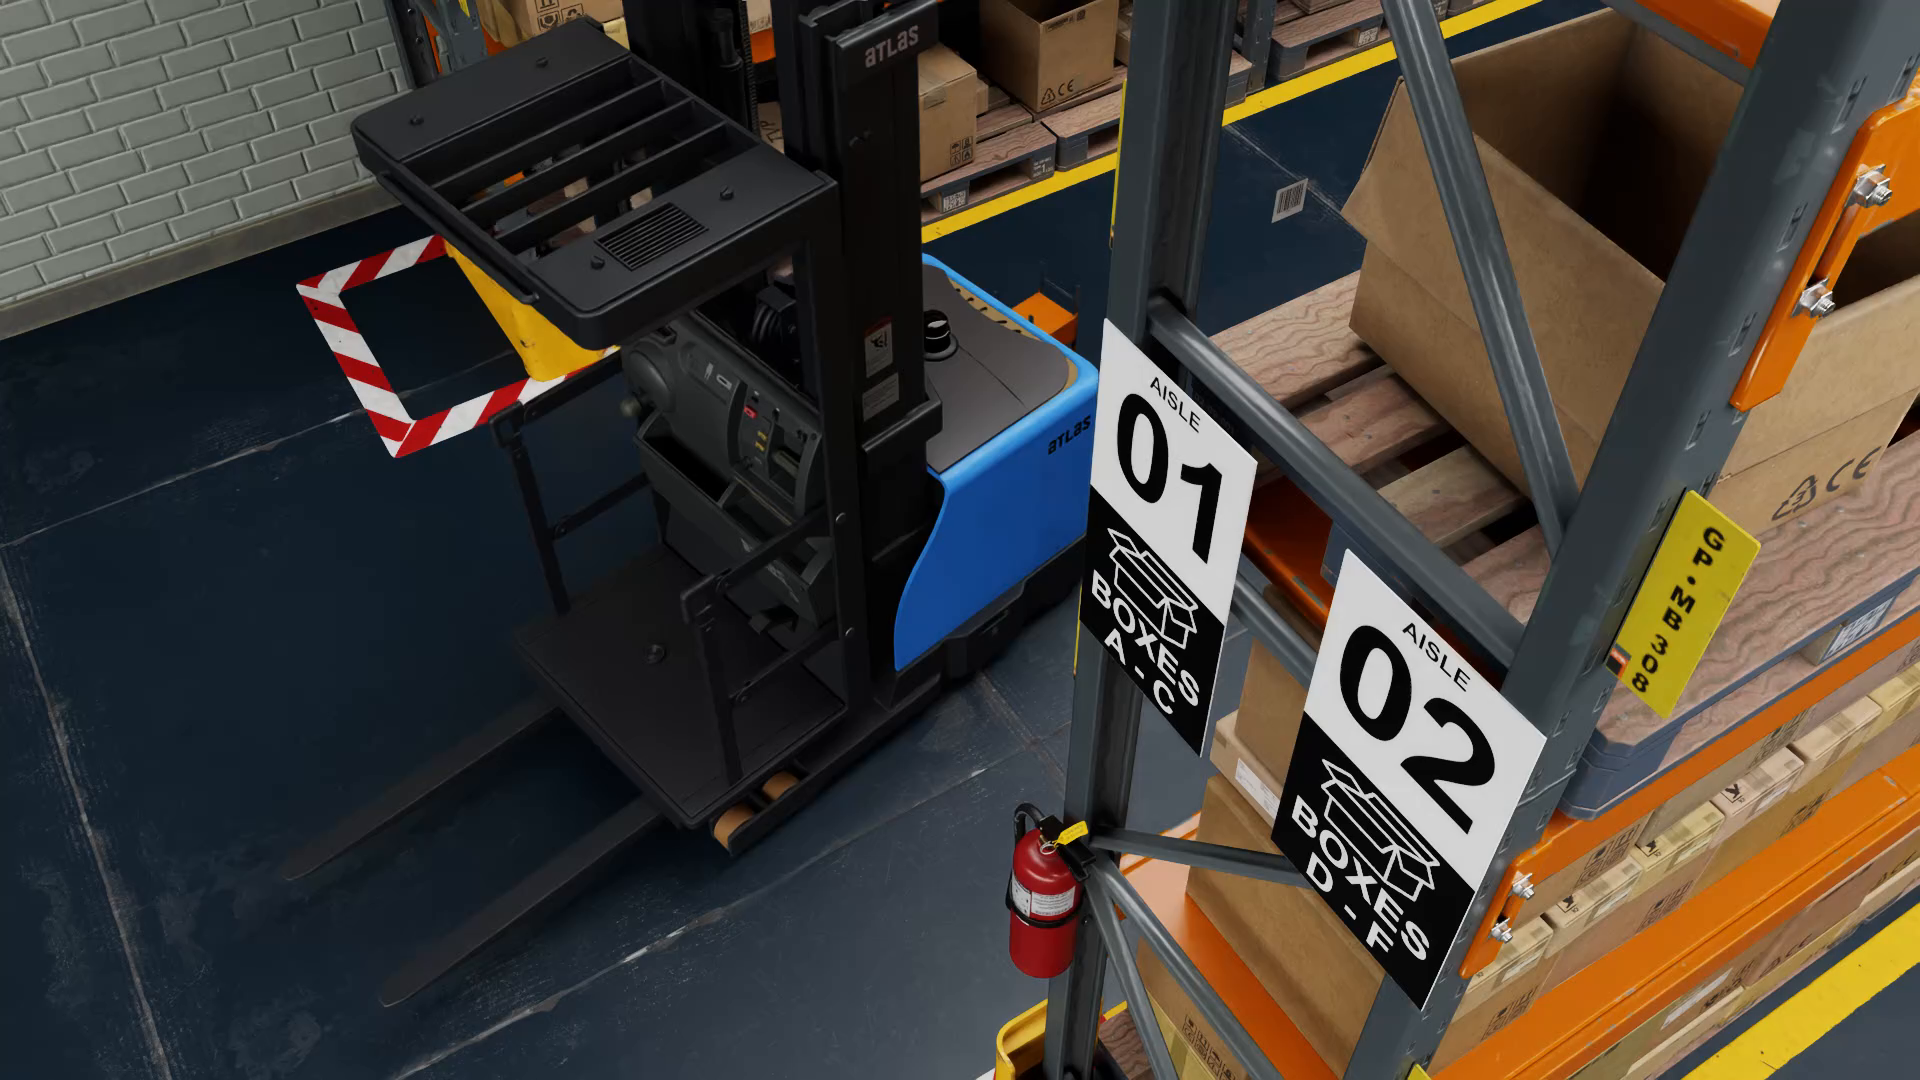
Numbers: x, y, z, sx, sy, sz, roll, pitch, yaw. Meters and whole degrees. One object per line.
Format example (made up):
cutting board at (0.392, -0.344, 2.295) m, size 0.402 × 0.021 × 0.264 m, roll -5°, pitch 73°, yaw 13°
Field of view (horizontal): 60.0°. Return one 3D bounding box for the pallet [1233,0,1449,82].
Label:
pallet at (1.952, -3.061, 9.280) m, size 1.213 × 0.211 × 1.003 m, roll -25°, pitch 53°, yaw -21°

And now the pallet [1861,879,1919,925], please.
pallet at (3.245, 0.668, 5.959) m, size 1.213 × 0.211 × 1.003 m, roll -25°, pitch 53°, yaw -21°

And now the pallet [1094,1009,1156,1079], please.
pallet at (1.182, 1.640, 5.093) m, size 1.213 × 0.211 × 1.003 m, roll -25°, pitch 53°, yaw -21°

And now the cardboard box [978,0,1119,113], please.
cardboard box at (0.437, -2.553, 8.340) m, size 0.500 × 0.500 × 0.500 m, roll -29°, pitch 54°, yaw -23°

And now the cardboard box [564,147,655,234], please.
cardboard box at (-1.456, -1.554, 7.576) m, size 0.500 × 0.311 × 0.500 m, roll -31°, pitch 55°, yaw -25°

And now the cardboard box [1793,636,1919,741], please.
cardboard box at (1.871, -0.034, 3.781) m, size 0.500 × 0.500 × 0.700 m, roll -25°, pitch 53°, yaw -21°

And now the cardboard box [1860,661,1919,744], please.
cardboard box at (2.092, 0.261, 3.953) m, size 0.250 × 0.149 × 0.380 m, roll -26°, pitch 53°, yaw -21°

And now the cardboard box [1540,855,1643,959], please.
cardboard box at (1.226, 0.668, 3.590) m, size 0.250 × 0.149 × 0.380 m, roll -27°, pitch 53°, yaw -22°

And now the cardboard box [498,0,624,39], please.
cardboard box at (-1.525, -2.289, 6.311) m, size 0.500 × 0.500 × 0.500 m, roll -25°, pitch 53°, yaw -21°

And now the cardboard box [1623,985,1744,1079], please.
cardboard box at (1.974, 1.345, 5.049) m, size 0.500 × 0.250 × 0.500 m, roll -25°, pitch 53°, yaw -21°

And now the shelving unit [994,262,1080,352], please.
shelving unit at (0.284, -0.574, 6.503) m, size 0.252 × 1.050 × 0.215 m, roll -35°, pitch 57°, yaw -27°

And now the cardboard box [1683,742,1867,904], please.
cardboard box at (1.824, 0.427, 4.240) m, size 0.500 × 0.500 × 0.700 m, roll -25°, pitch 53°, yaw -21°

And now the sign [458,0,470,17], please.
sign at (-1.799, -2.028, 5.913) m, size 0.005 × 0.325 × 0.100 m, roll -25°, pitch 53°, yaw -21°

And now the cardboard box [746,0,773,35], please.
cardboard box at (-1.075, -2.250, 6.777) m, size 0.500 × 0.250 × 0.500 m, roll -27°, pitch 54°, yaw -22°

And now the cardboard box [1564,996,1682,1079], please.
cardboard box at (1.551, 1.296, 4.590) m, size 0.500 × 0.500 × 0.500 m, roll -25°, pitch 53°, yaw -21°

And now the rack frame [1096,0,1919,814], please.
rack frame at (0.557, -0.951, 1.516) m, size 0.127 × 3.000 × 1.000 m, roll -25°, pitch 53°, yaw -21°

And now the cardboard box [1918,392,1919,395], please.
cardboard box at (1.646, -0.413, 2.840) m, size 0.250 × 0.149 × 0.380 m, roll -25°, pitch 53°, yaw -21°

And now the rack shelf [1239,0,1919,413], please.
rack shelf at (2.249, -1.376, 2.644) m, size 4.000 × 0.370 × 1.077 m, roll -25°, pitch 53°, yaw -21°

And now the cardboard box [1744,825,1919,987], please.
cardboard box at (2.400, 0.901, 4.943) m, size 0.500 × 0.500 × 0.500 m, roll -25°, pitch 53°, yaw -21°

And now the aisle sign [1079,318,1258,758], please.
aisle sign at (0.345, 0.020, 2.928) m, size 0.004 × 0.787 × 0.394 m, roll -25°, pitch 53°, yaw -21°

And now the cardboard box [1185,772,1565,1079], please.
cardboard box at (0.959, 0.833, 3.878) m, size 0.500 × 0.500 × 0.700 m, roll -25°, pitch 53°, yaw -21°

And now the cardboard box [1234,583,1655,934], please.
cardboard box at (1.004, 0.381, 3.412) m, size 0.500 × 0.500 × 0.700 m, roll -25°, pitch 53°, yaw -21°

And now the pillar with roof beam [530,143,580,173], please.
pillar with roof beam at (0.338, -2.184, 2.615) m, size 0.400 × 9.000 × 9.100 m, roll -25°, pitch 53°, yaw -21°

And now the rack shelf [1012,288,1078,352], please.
rack shelf at (0.284, -0.755, 6.299) m, size 0.240 × 0.259 × 0.215 m, roll -35°, pitch 57°, yaw -27°

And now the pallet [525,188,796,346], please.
pallet at (-1.319, -1.487, 7.878) m, size 1.213 × 0.211 × 1.003 m, roll -25°, pitch 53°, yaw -21°

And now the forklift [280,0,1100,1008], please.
forklift at (-0.900, -0.347, 5.042) m, size 3.031 × 2.935 × 1.130 m, roll -35°, pitch 57°, yaw -27°

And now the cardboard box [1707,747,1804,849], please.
cardboard box at (1.652, 0.470, 3.766) m, size 0.250 × 0.149 × 0.380 m, roll -26°, pitch 53°, yaw -21°

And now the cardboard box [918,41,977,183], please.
cardboard box at (-0.327, -2.105, 7.940) m, size 0.500 × 0.500 × 0.700 m, roll -28°, pitch 54°, yaw -23°

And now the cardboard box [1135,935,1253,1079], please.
cardboard box at (0.852, 1.168, 4.704) m, size 0.500 × 0.500 × 0.500 m, roll -25°, pitch 53°, yaw -21°

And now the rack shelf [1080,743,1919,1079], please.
rack shelf at (2.249, 0.487, 4.735) m, size 4.000 × 0.370 × 1.077 m, roll -25°, pitch 53°, yaw -21°

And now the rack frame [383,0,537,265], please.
rack frame at (-2.089, -2.083, 6.542) m, size 0.127 × 3.000 × 1.000 m, roll -25°, pitch 53°, yaw -21°

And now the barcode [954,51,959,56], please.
barcode at (-0.035, -2.427, 8.388) m, size 0.075 × 0.075 × 0.001 m, roll -25°, pitch 53°, yaw -21°

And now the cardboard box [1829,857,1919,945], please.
cardboard box at (2.822, 0.950, 5.401) m, size 0.500 × 0.250 × 0.500 m, roll -25°, pitch 53°, yaw -21°

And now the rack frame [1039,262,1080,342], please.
rack frame at (0.372, -0.637, 6.559) m, size 0.008 × 1.050 × 0.200 m, roll -35°, pitch 57°, yaw -27°

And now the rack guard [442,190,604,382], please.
rack guard at (-2.025, -1.282, 7.502) m, size 0.348 × 0.500 × 1.175 m, roll -25°, pitch 53°, yaw -21°

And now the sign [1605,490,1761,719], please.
sign at (0.848, 0.083, 1.966) m, size 0.005 × 0.325 × 0.100 m, roll -25°, pitch 53°, yaw -21°

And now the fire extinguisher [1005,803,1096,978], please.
fire extinguisher at (0.209, 0.824, 4.005) m, size 0.183 × 0.674 × 0.296 m, roll -25°, pitch 53°, yaw -21°
